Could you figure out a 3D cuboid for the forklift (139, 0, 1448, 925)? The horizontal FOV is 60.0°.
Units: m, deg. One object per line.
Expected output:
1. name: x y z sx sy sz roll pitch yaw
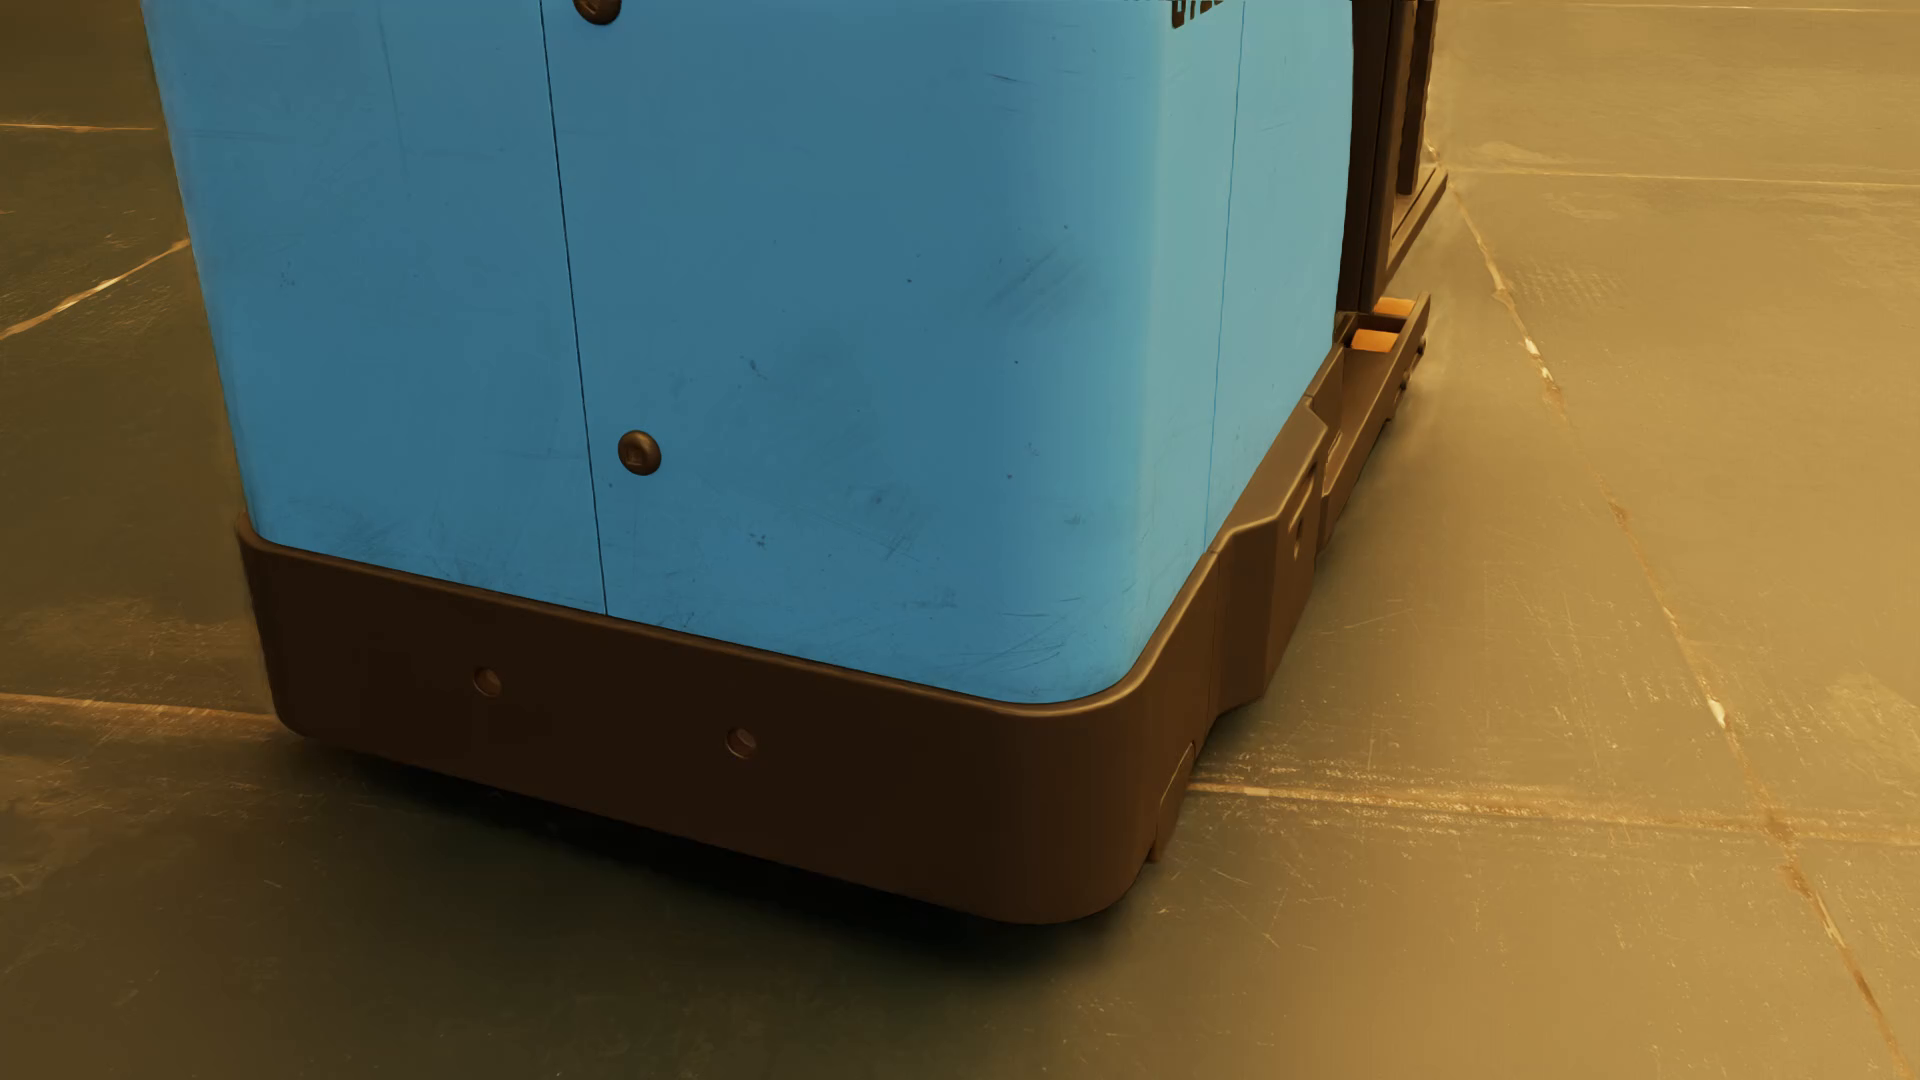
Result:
1. forklift: 0.223 -1.576 2.376 1.130 2.935 3.031 10 28 20
